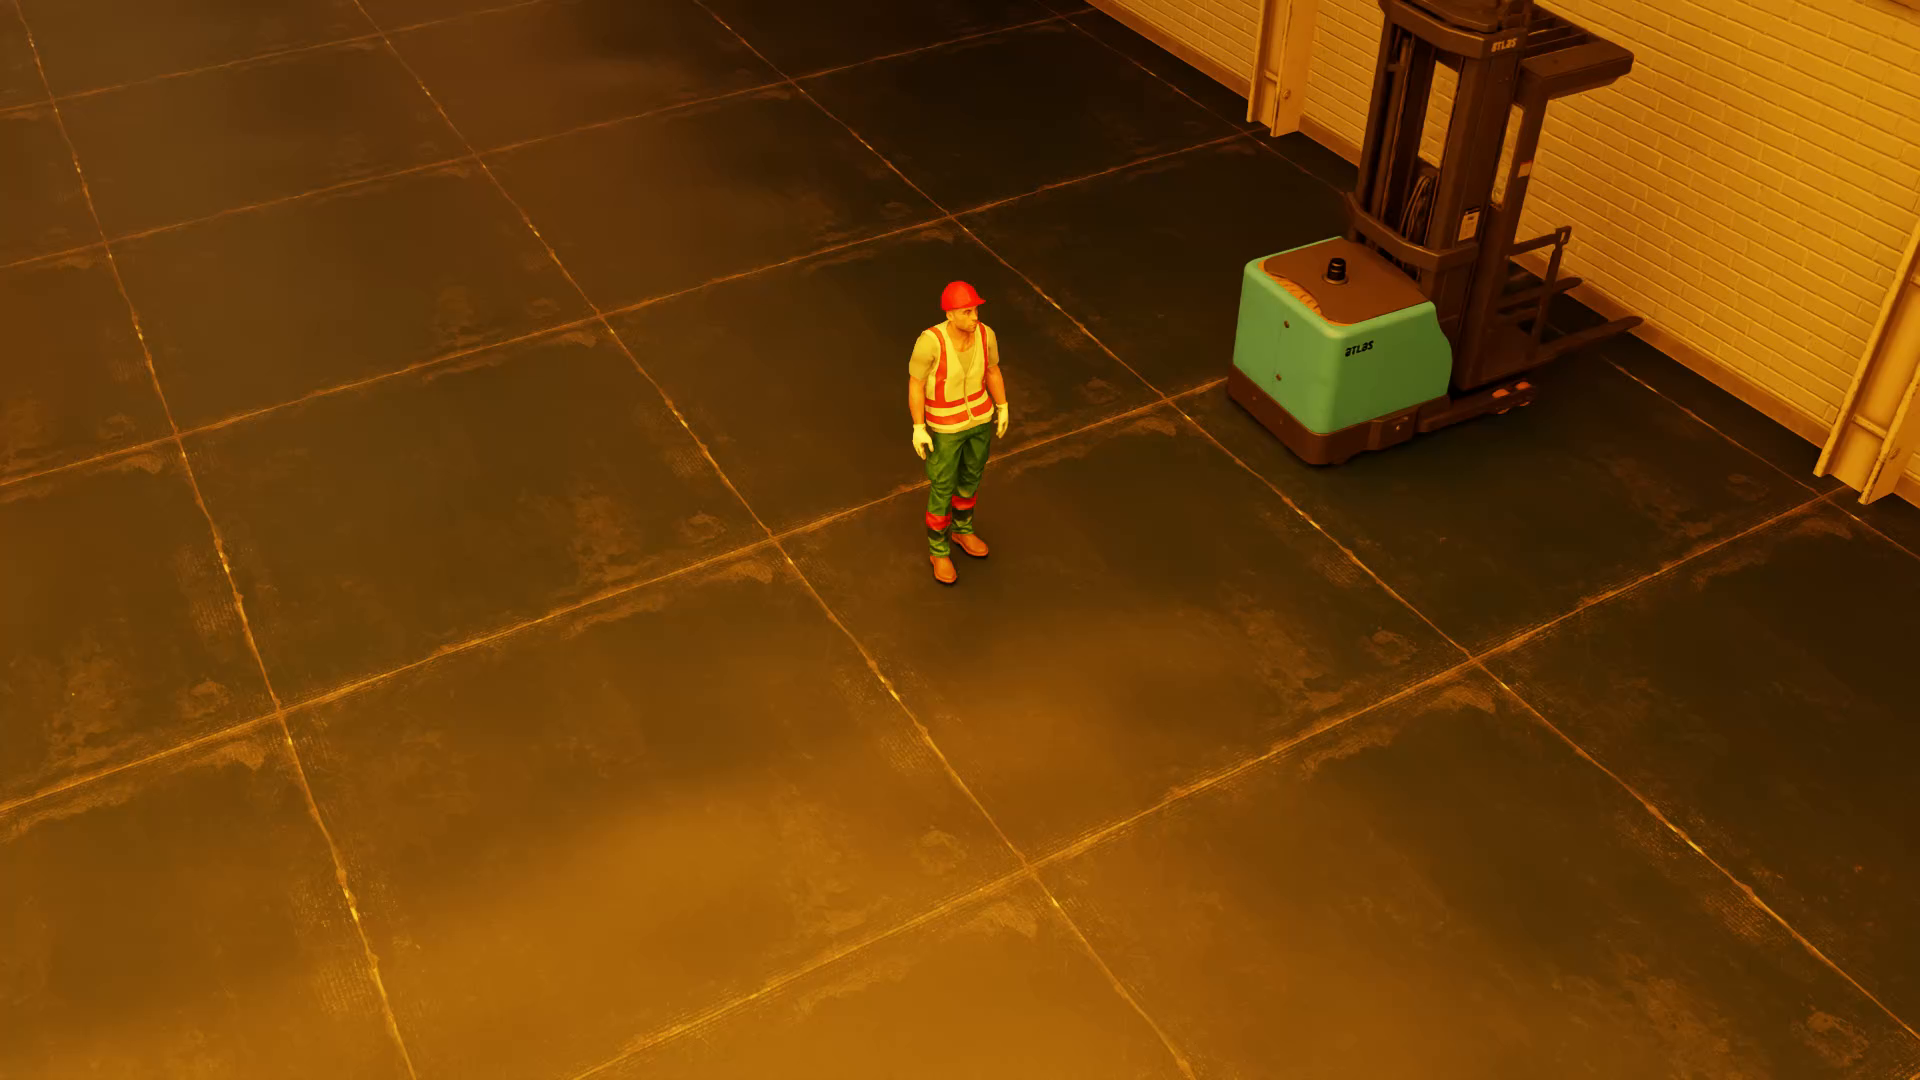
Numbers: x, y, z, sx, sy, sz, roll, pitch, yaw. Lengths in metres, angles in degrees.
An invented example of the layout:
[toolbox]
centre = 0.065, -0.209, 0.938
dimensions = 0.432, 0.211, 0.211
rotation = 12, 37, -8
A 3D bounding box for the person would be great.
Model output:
[person]
centre = 0.031, -0.646, 9.698
dimensions = 0.638, 1.789, 0.562
rotation = -20, 44, -23

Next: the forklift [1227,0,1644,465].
[forklift]
centre = 3.389, -2.275, 10.778
dimensions = 3.031, 2.935, 1.130
rotation = -18, 43, -21
